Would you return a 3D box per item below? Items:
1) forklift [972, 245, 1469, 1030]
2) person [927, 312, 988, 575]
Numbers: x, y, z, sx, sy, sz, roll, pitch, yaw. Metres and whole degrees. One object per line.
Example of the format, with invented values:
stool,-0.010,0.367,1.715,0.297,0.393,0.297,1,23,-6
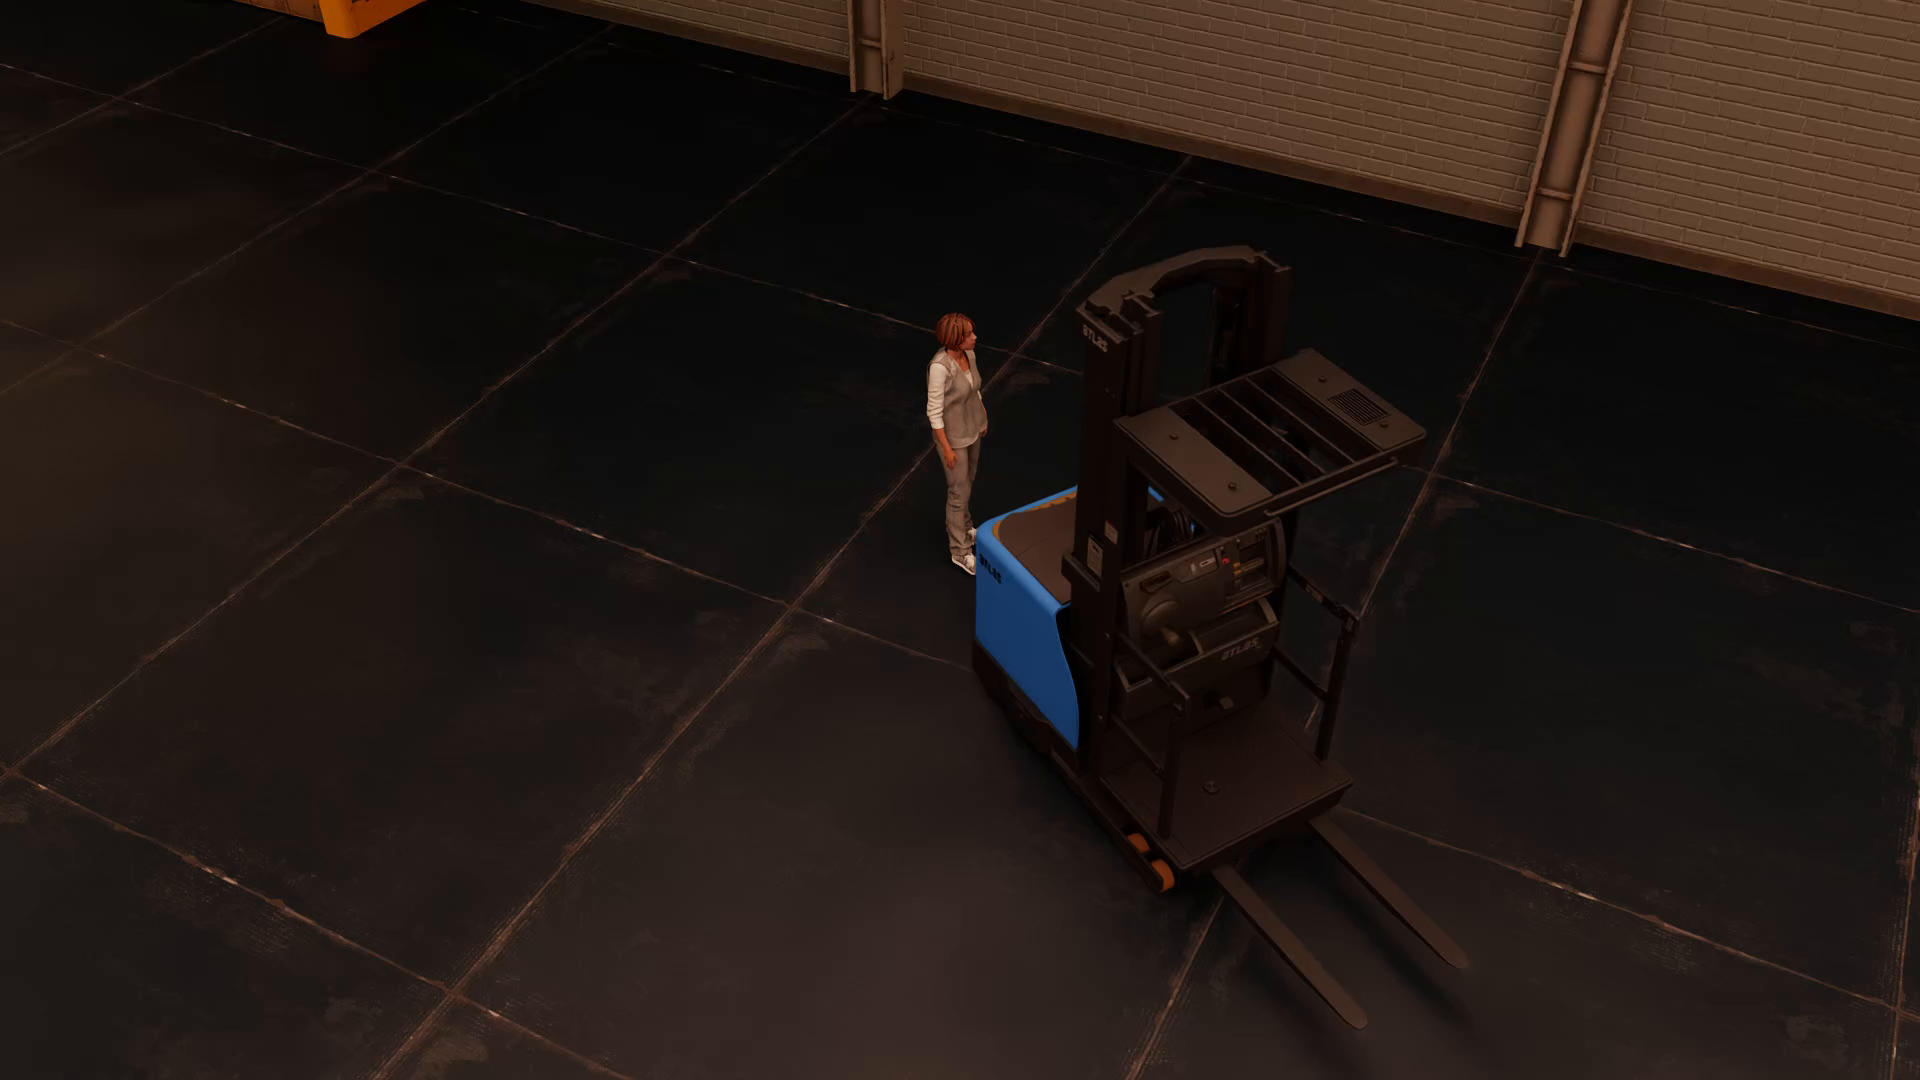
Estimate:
forklift,1.262,0.269,7.667,1.130,2.935,3.031,-21,45,-23
person,0.059,-0.586,9.707,0.474,1.598,0.519,18,43,21
